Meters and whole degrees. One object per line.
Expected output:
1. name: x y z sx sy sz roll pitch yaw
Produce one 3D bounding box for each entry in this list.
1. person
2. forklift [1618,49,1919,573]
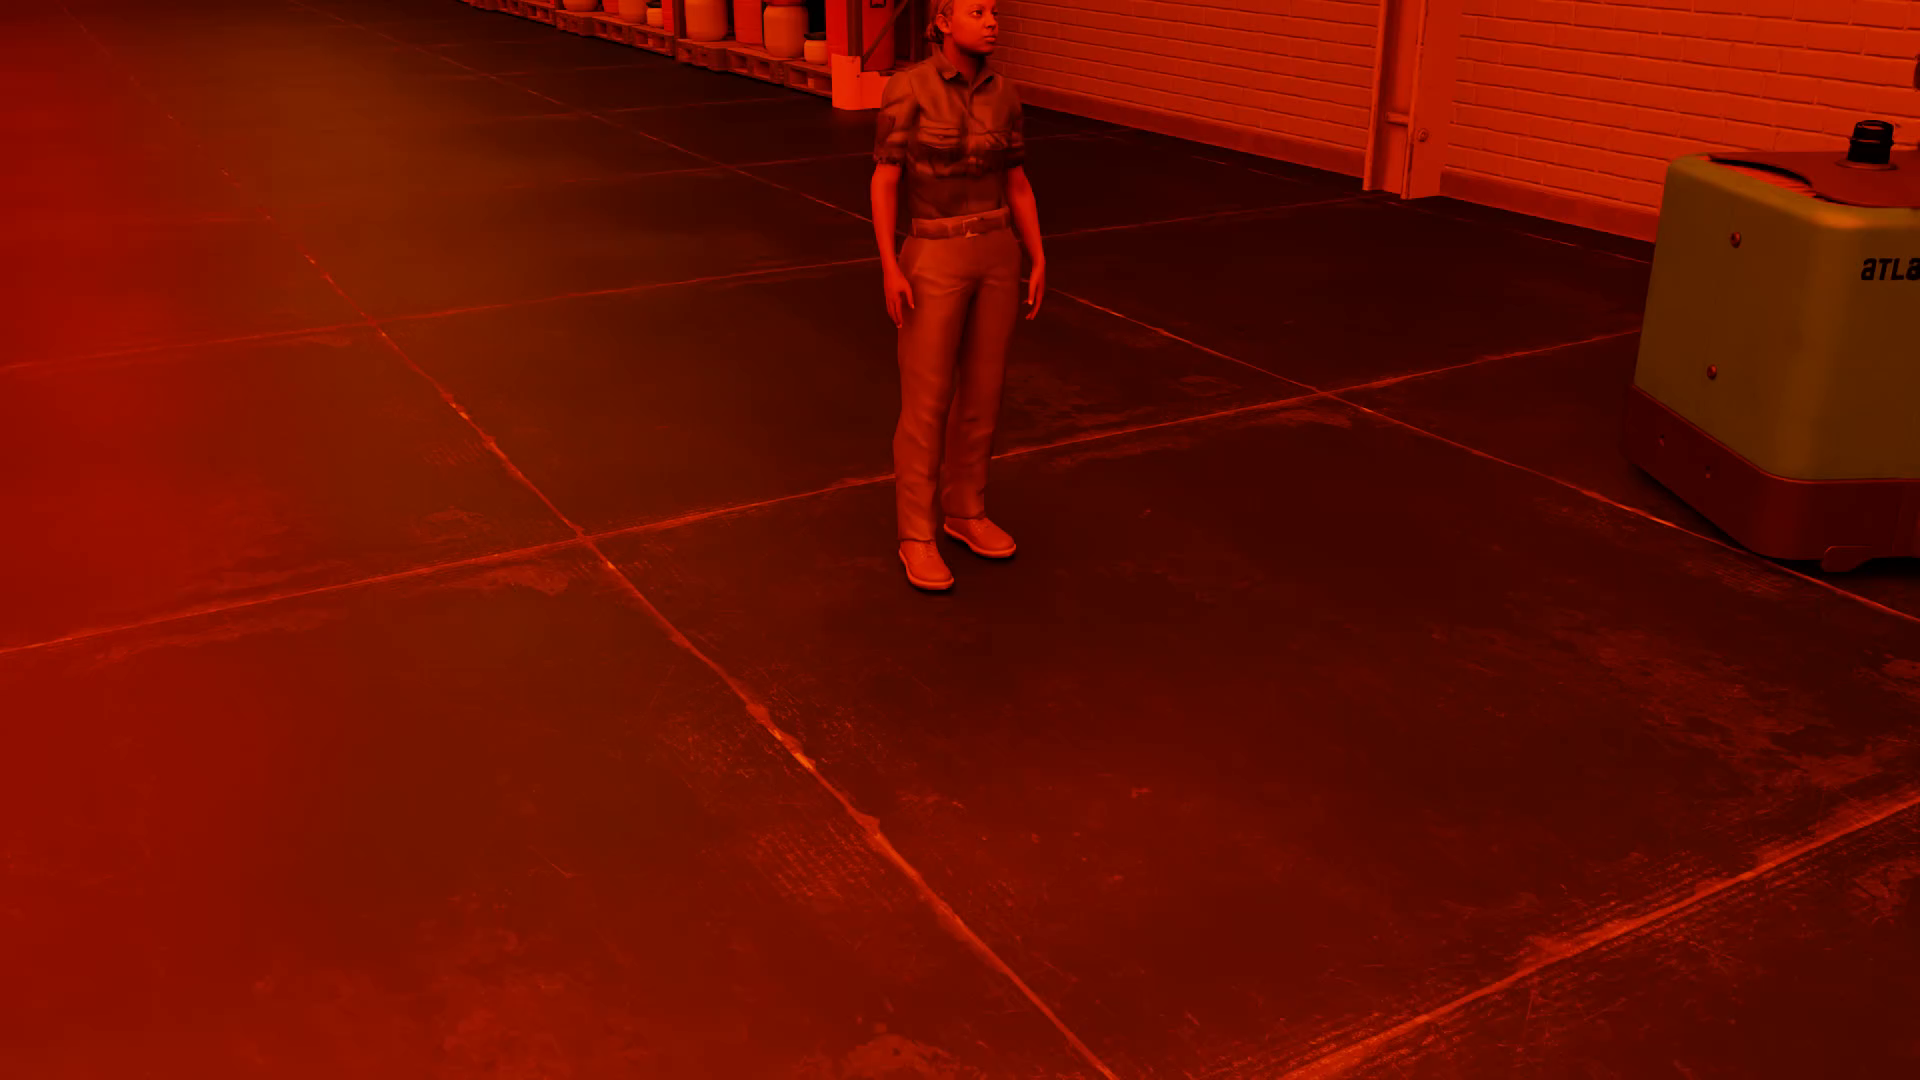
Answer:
1. person: 0.027 -0.739 4.739 0.570 1.654 0.504 -12 25 -28
2. forklift: 3.791 -1.465 4.844 3.031 2.935 1.130 -1 22 -4
